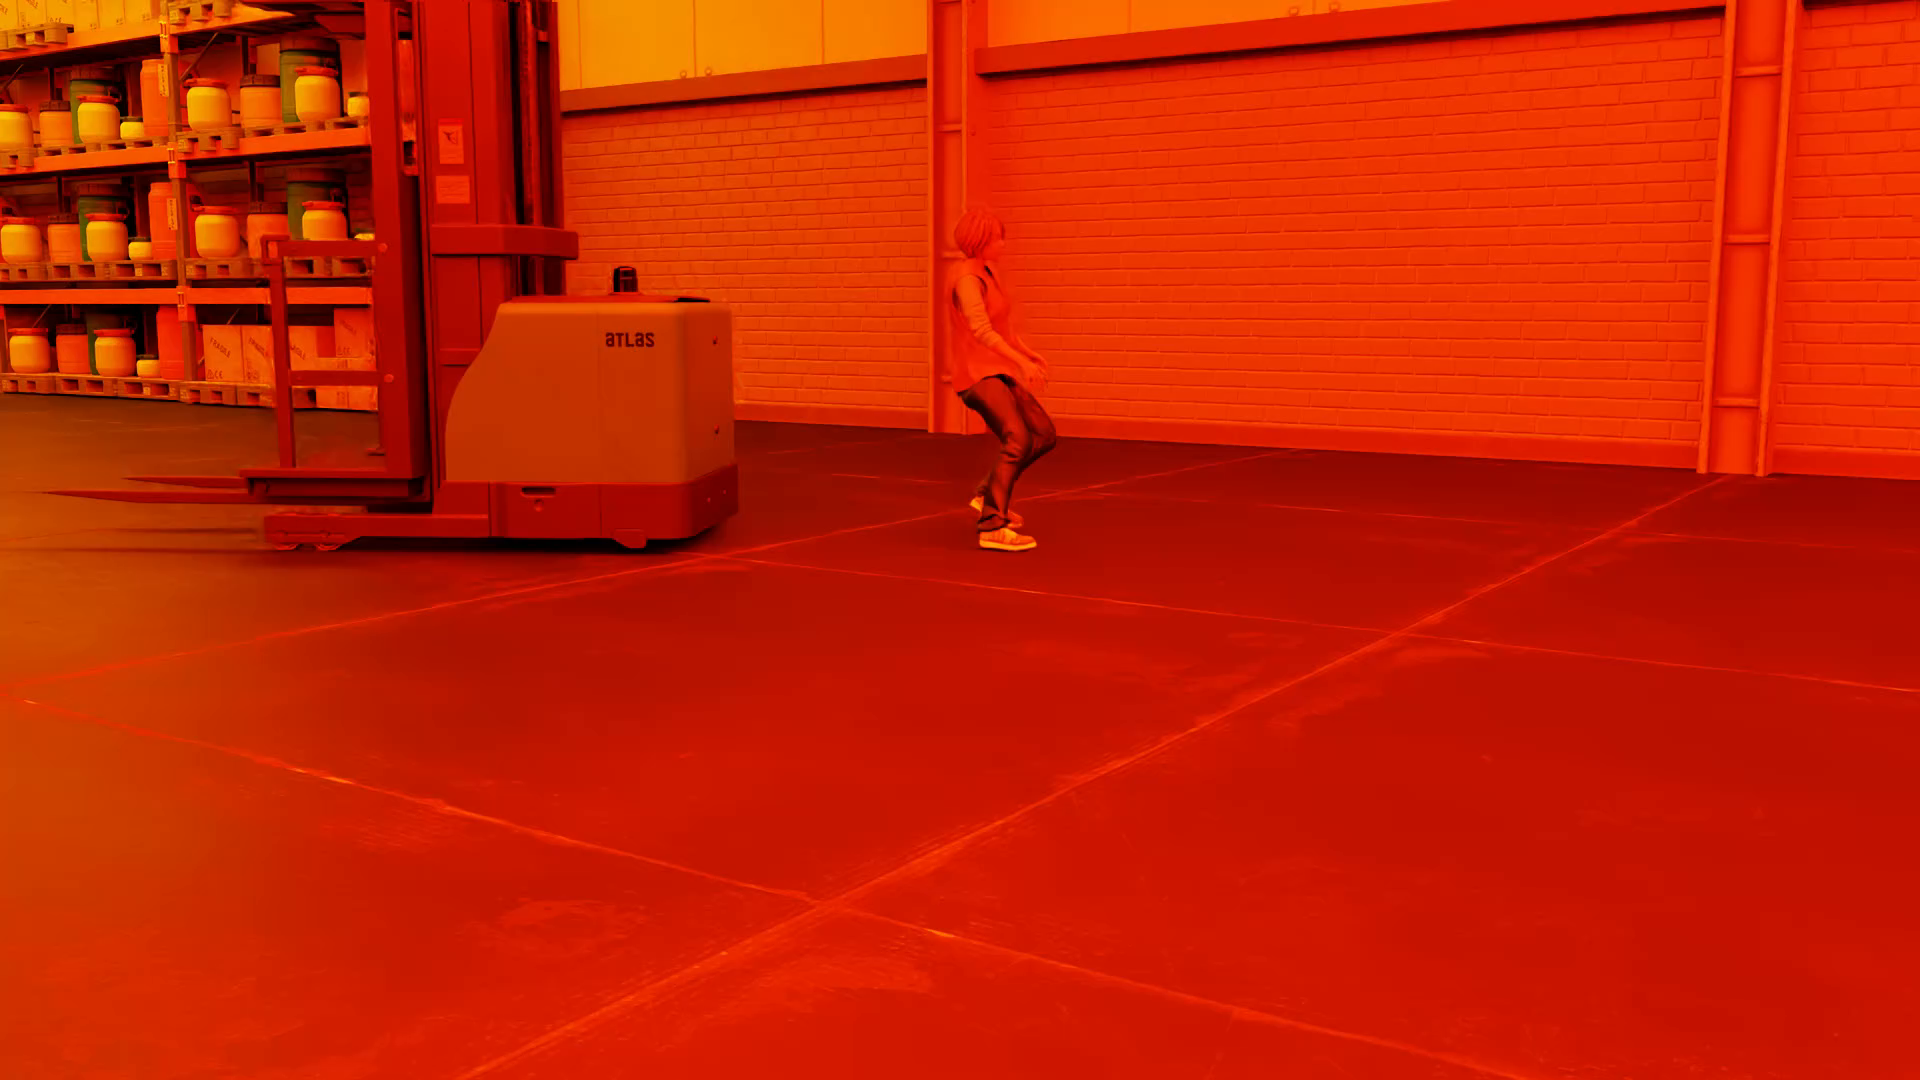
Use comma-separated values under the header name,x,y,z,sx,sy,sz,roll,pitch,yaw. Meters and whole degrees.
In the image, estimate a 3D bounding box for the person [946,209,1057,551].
name,x,y,z,sx,sy,sz,roll,pitch,yaw
person,0.197,-0.732,7.461,0.514,1.480,0.684,2,8,15

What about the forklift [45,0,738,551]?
name,x,y,z,sx,sy,sz,roll,pitch,yaw
forklift,-2.620,-1.475,7.565,3.031,2.935,1.130,1,8,5
